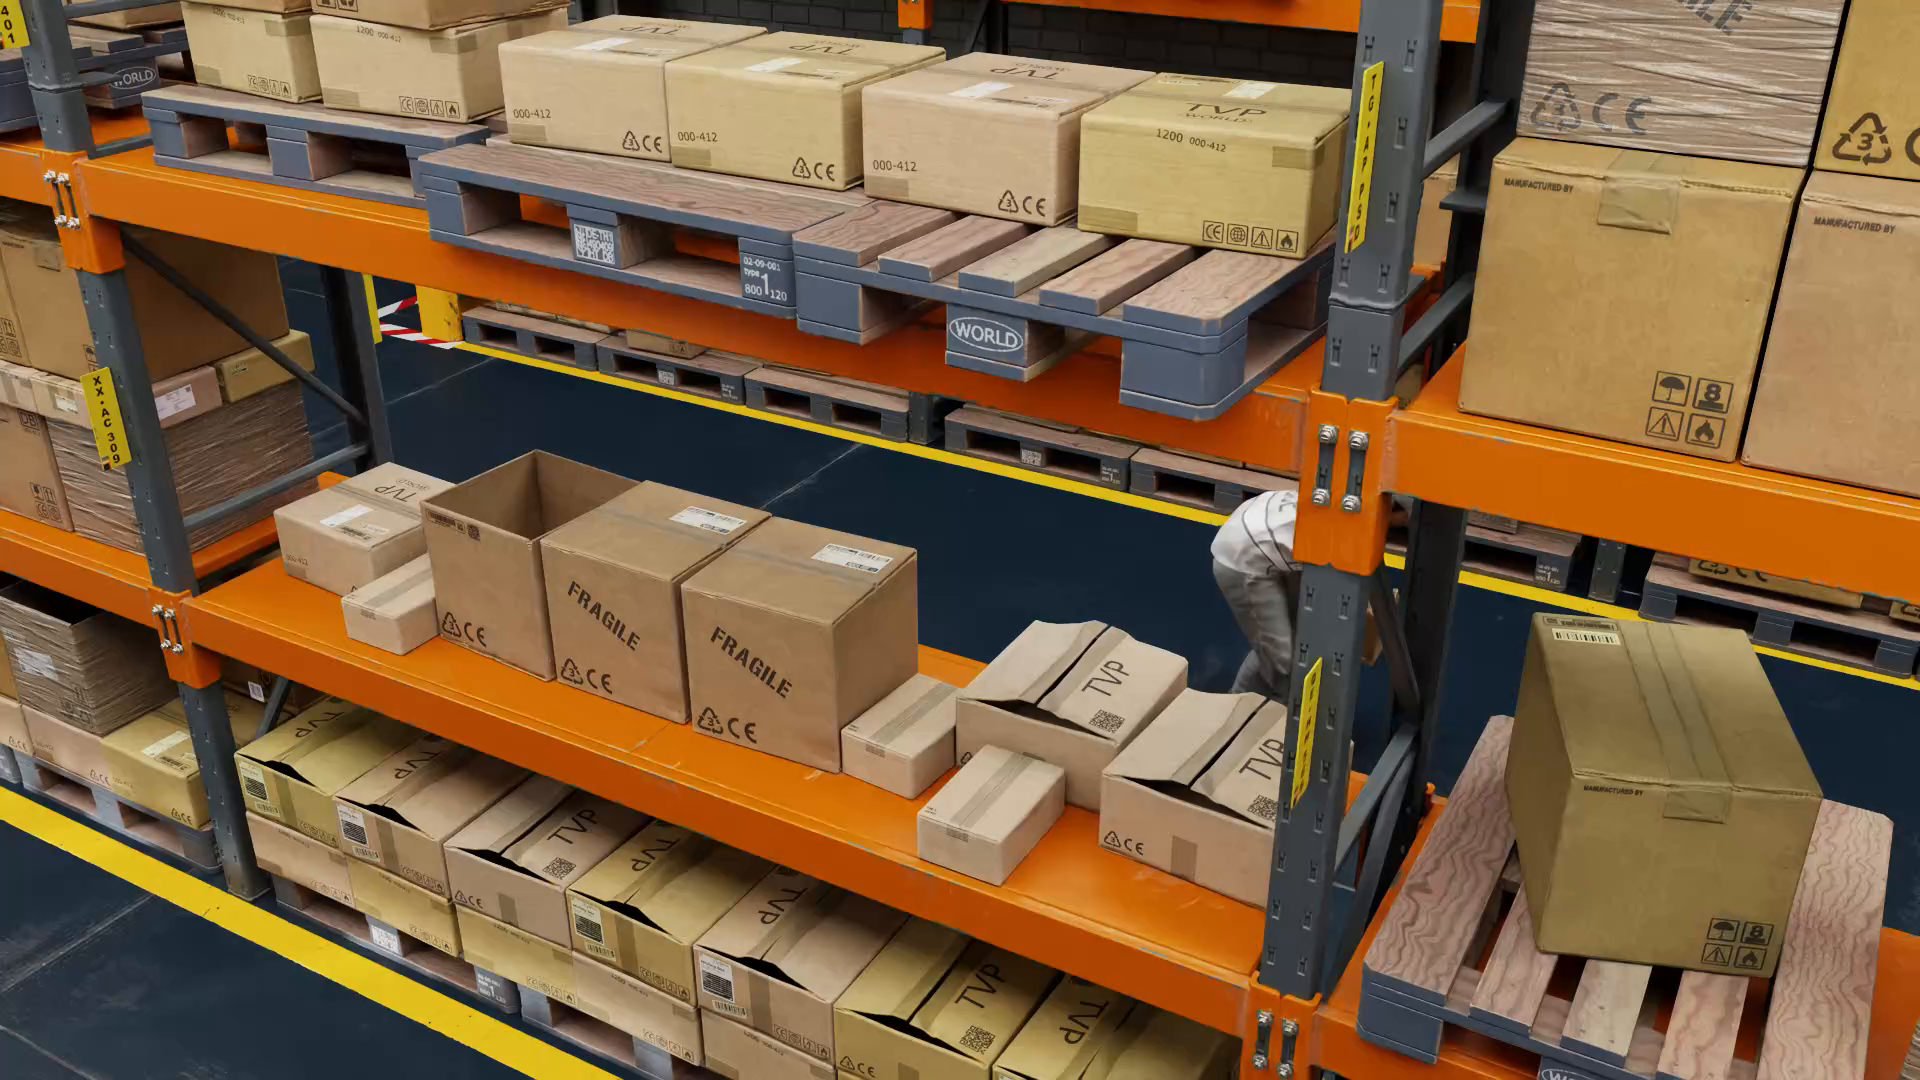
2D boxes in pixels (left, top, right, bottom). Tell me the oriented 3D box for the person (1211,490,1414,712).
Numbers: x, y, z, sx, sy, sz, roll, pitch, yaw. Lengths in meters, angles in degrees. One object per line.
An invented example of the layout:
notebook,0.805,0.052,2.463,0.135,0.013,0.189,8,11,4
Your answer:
person,1.482,0.257,6.987,0.872,1.325,0.465,13,30,25
